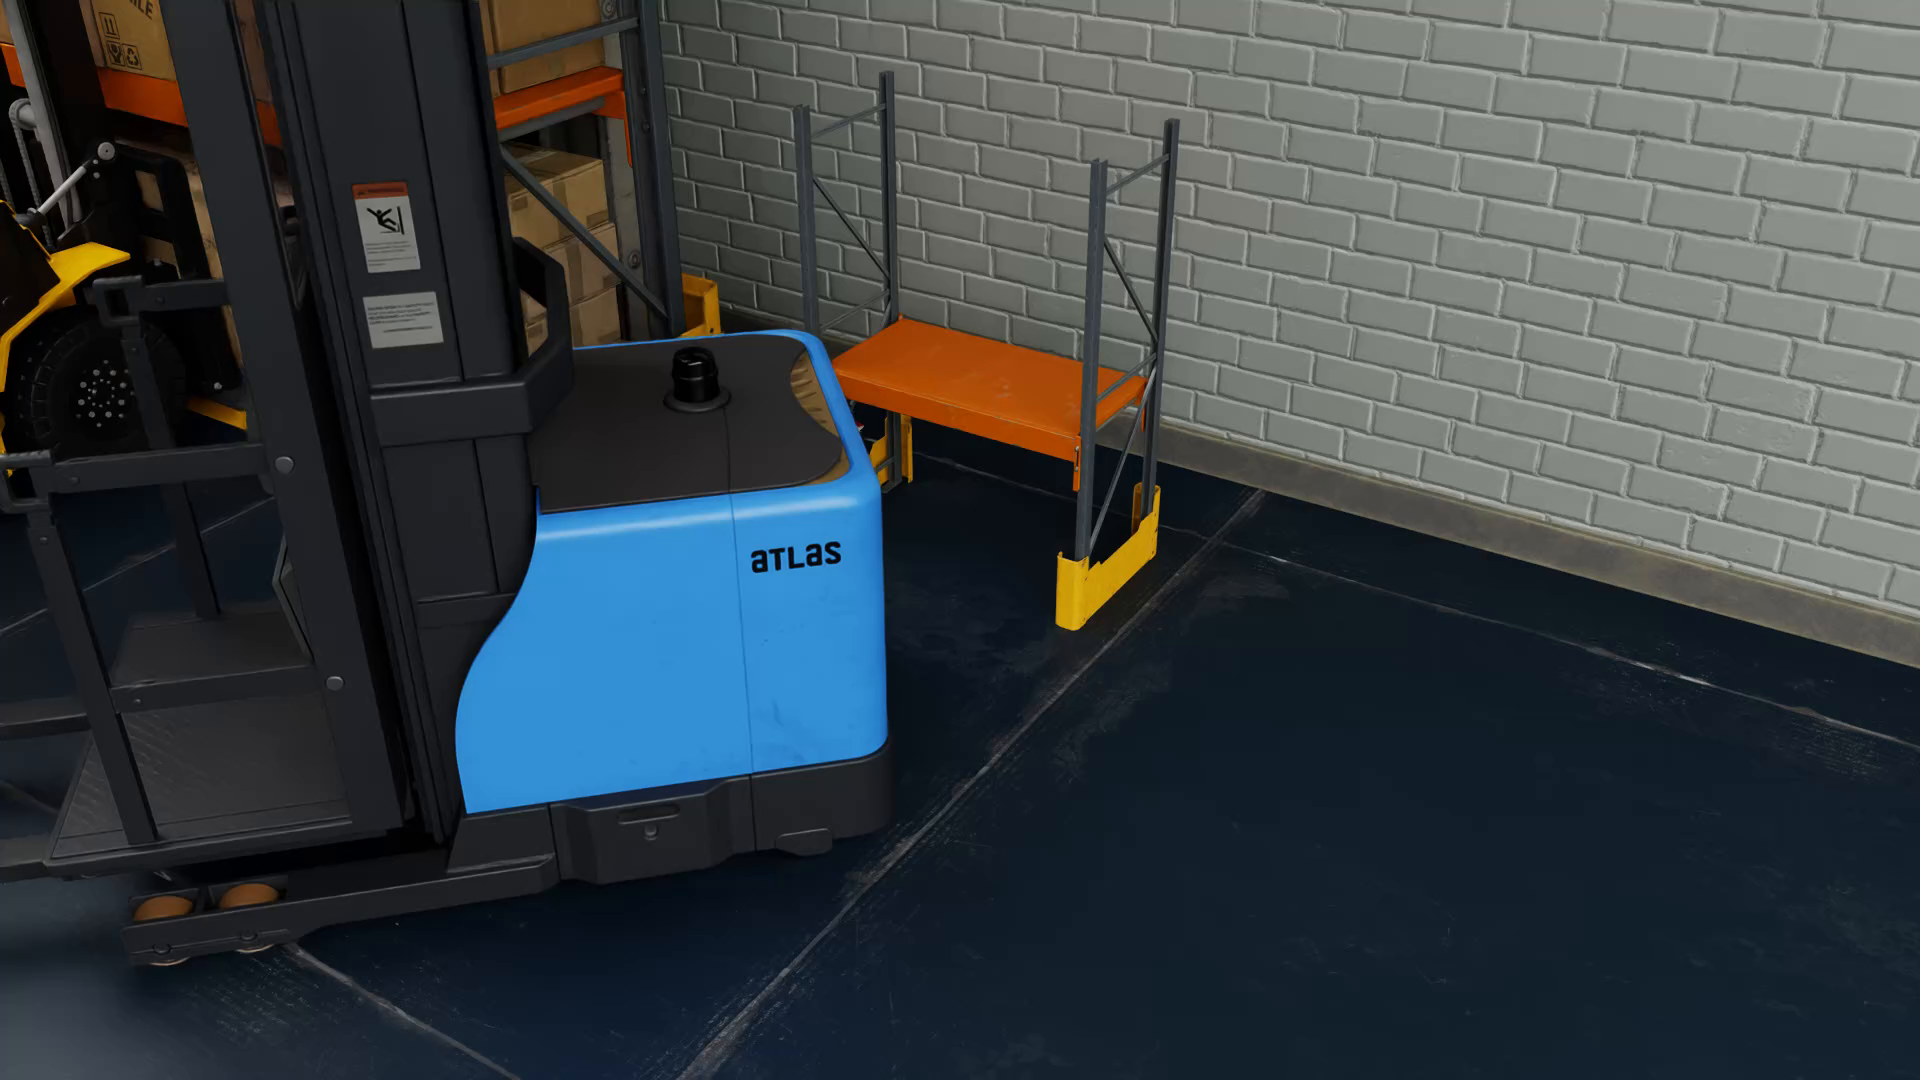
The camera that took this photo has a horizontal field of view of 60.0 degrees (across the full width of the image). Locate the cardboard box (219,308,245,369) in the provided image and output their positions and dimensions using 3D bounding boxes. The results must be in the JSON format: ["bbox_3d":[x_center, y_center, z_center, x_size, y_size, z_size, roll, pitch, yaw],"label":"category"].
[{"bbox_3d":[-2.794,-0.923,6.668,0.500,0.250,0.500,18,35,28],"label":"cardboard box"}]

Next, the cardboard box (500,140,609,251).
[{"bbox_3d":[-1.700,-1.299,6.319,0.500,0.250,0.500,17,34,27],"label":"cardboard box"}]

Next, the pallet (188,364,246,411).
[{"bbox_3d":[-3.093,-0.973,7.209,1.213,0.211,1.003,18,35,27],"label":"pallet"}]

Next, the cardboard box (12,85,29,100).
[{"bbox_3d":[-4.111,-1.756,7.103,0.500,0.250,0.500,18,35,27],"label":"cardboard box"}]

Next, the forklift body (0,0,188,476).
[{"bbox_3d":[-3.969,-1.026,5.375,1.214,2.155,2.313,18,35,27],"label":"forklift body"}]

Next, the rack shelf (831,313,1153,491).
[{"bbox_3d":[0.072,-0.470,5.424,1.000,0.185,0.538,18,35,27],"label":"rack shelf"}]

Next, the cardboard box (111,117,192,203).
[{"bbox_3d":[-3.243,-1.484,6.636,0.500,0.250,0.500,17,34,26],"label":"cardboard box"}]

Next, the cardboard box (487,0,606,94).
[{"bbox_3d":[-1.665,-1.958,6.030,0.500,0.500,0.500,19,35,29],"label":"cardboard box"}]

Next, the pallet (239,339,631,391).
[{"bbox_3d":[-2.063,-0.646,6.648,1.213,0.211,1.003,18,35,27],"label":"pallet"}]

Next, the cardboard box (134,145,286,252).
[{"bbox_3d":[-2.818,-1.345,6.398,0.500,0.250,0.500,18,35,28],"label":"cardboard box"}]

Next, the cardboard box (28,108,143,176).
[{"bbox_3d":[-3.683,-1.628,6.883,0.500,0.250,0.500,19,35,29],"label":"cardboard box"}]

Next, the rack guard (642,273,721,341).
[{"bbox_3d":[-1.373,-0.577,6.244,0.348,0.500,1.175,18,35,27],"label":"rack guard"}]

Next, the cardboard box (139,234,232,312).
[{"bbox_3d":[-2.839,-1.139,6.541,0.500,0.250,0.500,17,34,26],"label":"cardboard box"}]

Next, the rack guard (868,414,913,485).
[{"bbox_3d":[-0.357,-0.221,5.881,0.087,0.250,0.587,18,35,27],"label":"rack guard"}]

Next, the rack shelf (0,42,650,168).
[{"bbox_3d":[-3.087,-1.889,6.725,4.000,0.370,1.077,18,35,27],"label":"rack shelf"}]

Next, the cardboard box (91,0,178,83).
[{"bbox_3d":[-2.819,-2.007,6.114,0.500,0.500,0.500,17,34,26],"label":"cardboard box"}]

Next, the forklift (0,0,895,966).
[{"bbox_3d":[-1.745,-0.536,3.761,3.031,2.935,1.130,-7,31,-11],"label":"forklift"}]

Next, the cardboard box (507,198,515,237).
[{"bbox_3d":[-1.949,-1.079,5.943,0.500,0.250,0.500,19,35,29],"label":"cardboard box"}]

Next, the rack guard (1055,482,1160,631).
[{"bbox_3d":[0.486,0.046,5.423,0.087,0.250,0.587,18,35,27],"label":"rack guard"}]

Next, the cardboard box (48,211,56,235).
[{"bbox_3d":[-3.688,-1.410,7.006,0.500,0.250,0.500,17,34,27],"label":"cardboard box"}]

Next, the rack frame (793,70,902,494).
[{"bbox_3d":[-0.358,-0.761,5.566,0.032,1.500,0.500,18,35,27],"label":"rack frame"}]

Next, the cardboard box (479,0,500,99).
[{"bbox_3d":[-1.950,-1.727,5.634,0.500,0.500,0.500,17,34,26],"label":"cardboard box"}]

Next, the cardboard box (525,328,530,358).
[{"bbox_3d":[-1.959,-0.648,6.197,0.500,0.250,0.500,18,35,28],"label":"cardboard box"}]

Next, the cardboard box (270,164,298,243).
[{"bbox_3d":[-2.385,-1.214,6.173,0.500,0.250,0.500,18,35,28],"label":"cardboard box"}]

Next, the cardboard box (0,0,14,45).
[{"bbox_3d":[-3.665,-2.280,6.583,0.500,0.500,0.500,17,34,27],"label":"cardboard box"}]

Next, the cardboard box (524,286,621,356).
[{"bbox_3d":[-1.705,-0.872,6.581,0.500,0.250,0.500,18,35,28],"label":"cardboard box"}]

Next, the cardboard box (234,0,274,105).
[{"bbox_3d":[-2.384,-1.870,5.879,0.500,0.500,0.500,19,35,29],"label":"cardboard box"}]

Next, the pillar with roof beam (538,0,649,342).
[{"bbox_3d":[-3.793,-2.989,1.943,0.400,9.000,9.100,18,35,27],"label":"pillar with roof beam"}]

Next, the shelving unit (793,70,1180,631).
[{"bbox_3d":[0.065,-0.627,5.337,1.083,1.500,0.587,18,35,27],"label":"shelving unit"}]

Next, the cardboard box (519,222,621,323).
[{"bbox_3d":[-1.681,-1.088,6.454,0.500,0.250,0.500,18,35,28],"label":"cardboard box"}]

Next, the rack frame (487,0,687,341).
[{"bbox_3d":[-1.393,-1.664,5.625,0.127,3.000,1.000,18,35,27],"label":"rack frame"}]

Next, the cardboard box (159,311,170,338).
[{"bbox_3d":[-3.246,-1.053,6.890,0.500,0.250,0.500,19,35,29],"label":"cardboard box"}]

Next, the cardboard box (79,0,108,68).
[{"bbox_3d":[-3.250,-2.137,6.336,0.500,0.500,0.500,18,35,28],"label":"cardboard box"}]

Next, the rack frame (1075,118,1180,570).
[{"bbox_3d":[0.503,-0.489,5.099,0.032,1.500,0.500,18,35,27],"label":"rack frame"}]
